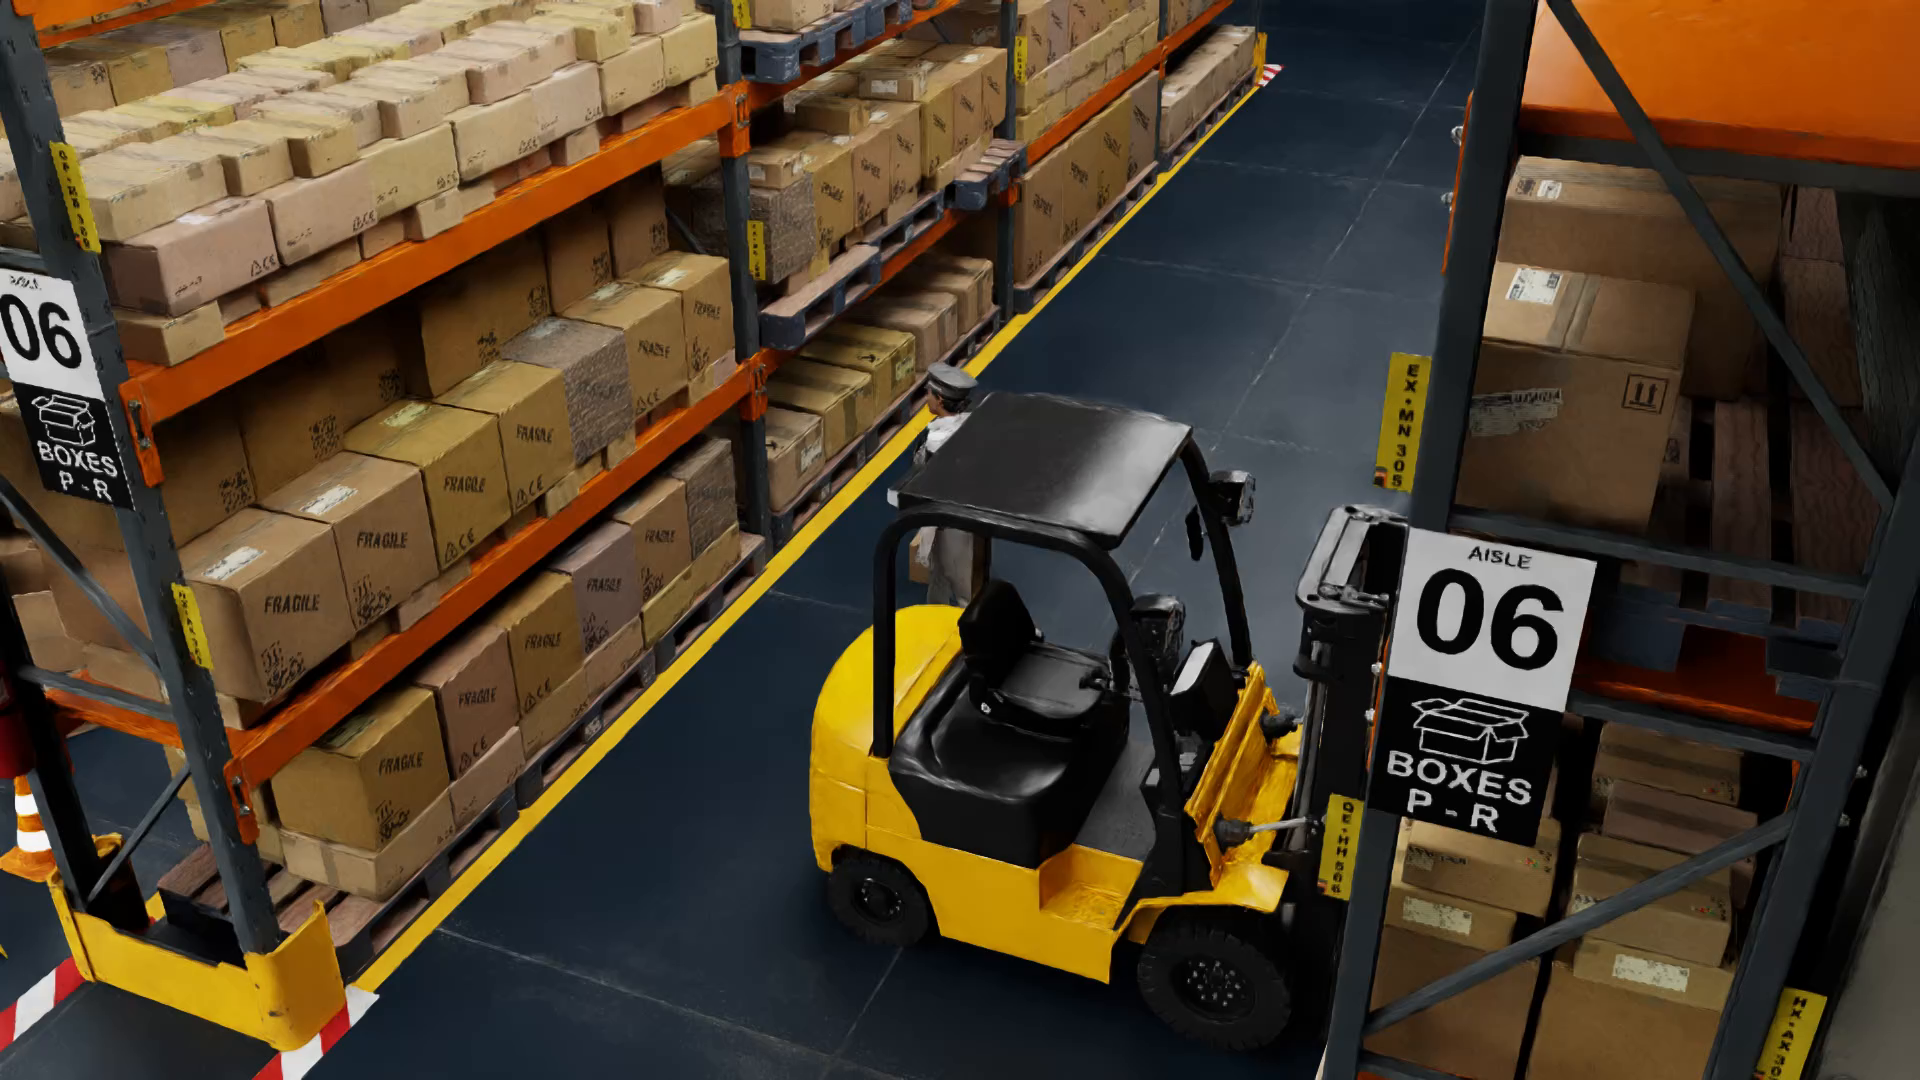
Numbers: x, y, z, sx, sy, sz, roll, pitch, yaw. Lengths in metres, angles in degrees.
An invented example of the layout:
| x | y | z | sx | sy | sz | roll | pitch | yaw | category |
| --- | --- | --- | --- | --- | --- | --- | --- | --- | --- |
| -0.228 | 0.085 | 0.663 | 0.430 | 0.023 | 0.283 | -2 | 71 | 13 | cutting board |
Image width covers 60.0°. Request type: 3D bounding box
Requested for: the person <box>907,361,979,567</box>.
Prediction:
| x | y | z | sx | sy | sz | roll | pitch | yaw | category |
| --- | --- | --- | --- | --- | --- | --- | --- | --- | --- |
| -0.078 | -0.151 | 8.614 | 0.635 | 1.660 | 0.680 | 7 | 31 | 12 | person |
